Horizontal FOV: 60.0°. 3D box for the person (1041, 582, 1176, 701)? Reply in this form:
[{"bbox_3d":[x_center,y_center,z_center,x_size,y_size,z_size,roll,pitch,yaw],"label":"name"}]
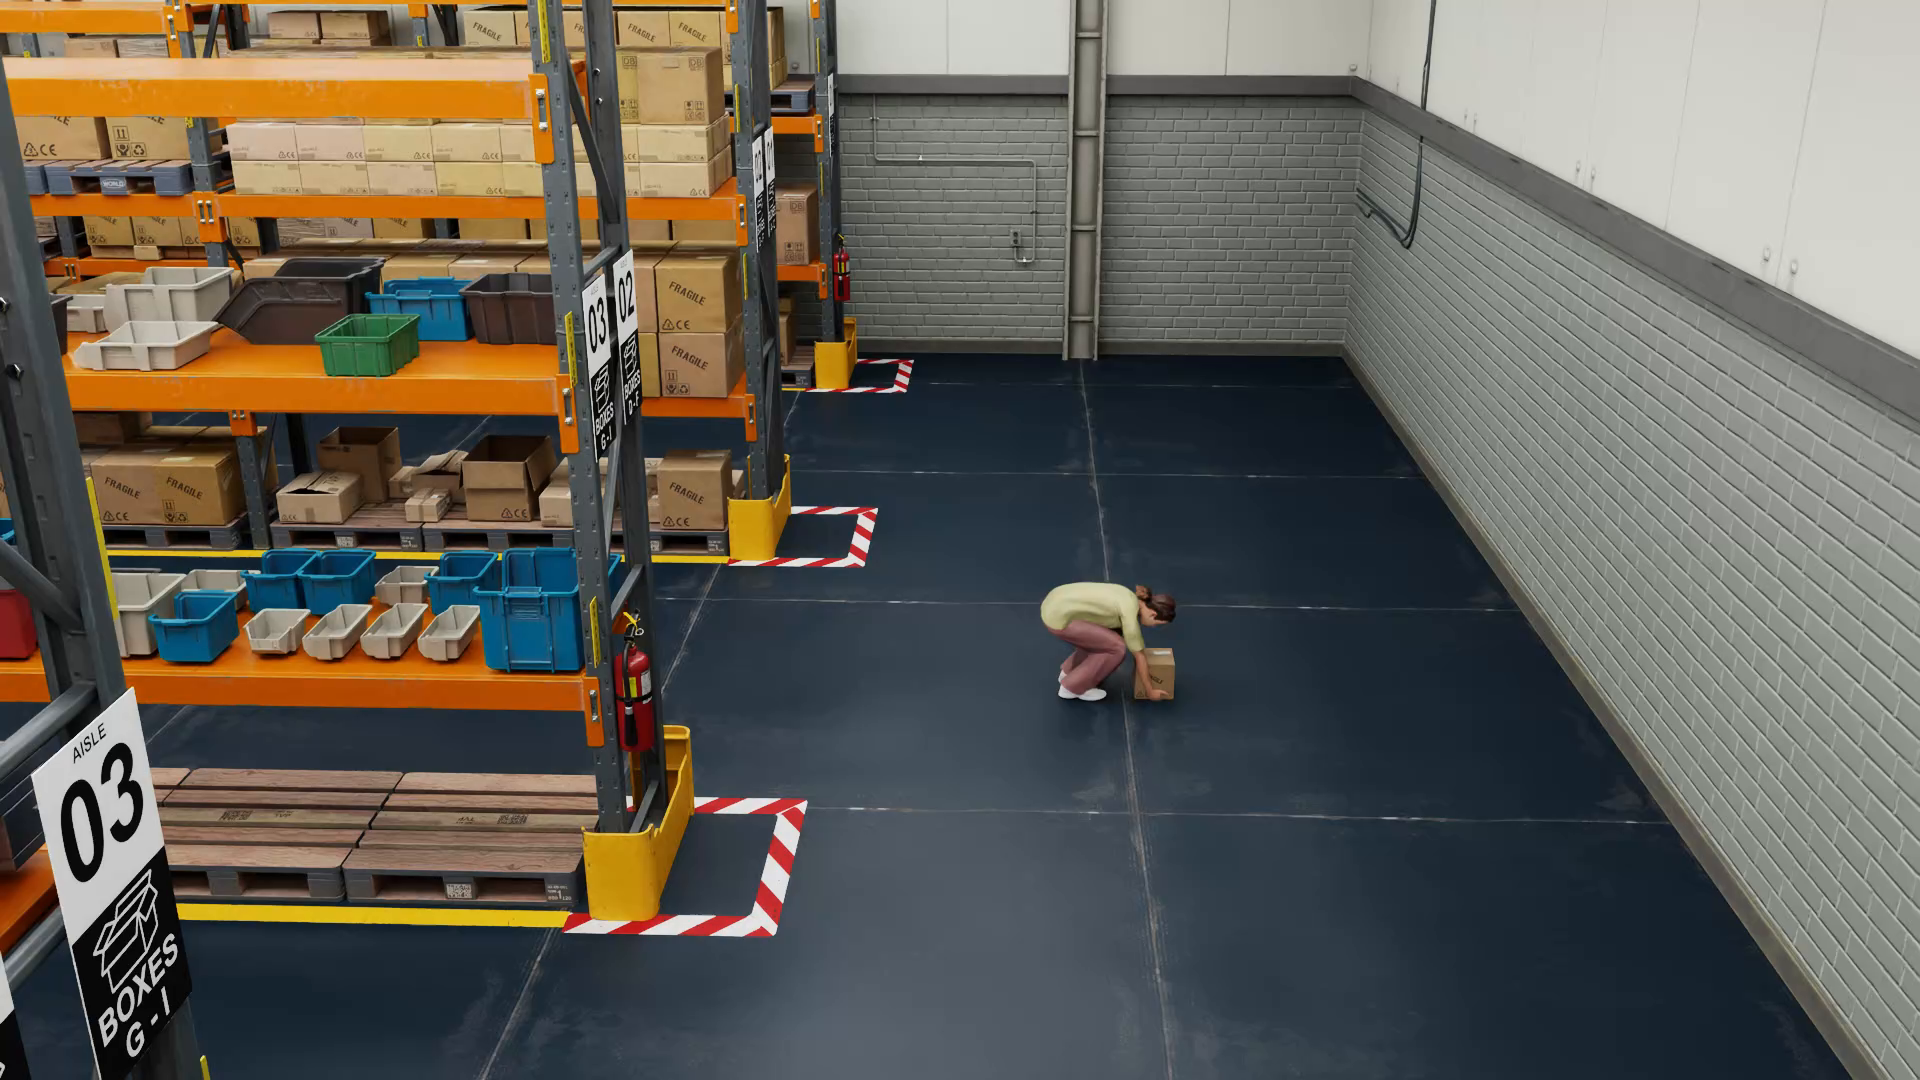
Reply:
[{"bbox_3d":[0.951,0.641,10.735,0.867,0.756,0.463,0,21,0],"label":"person"}]
